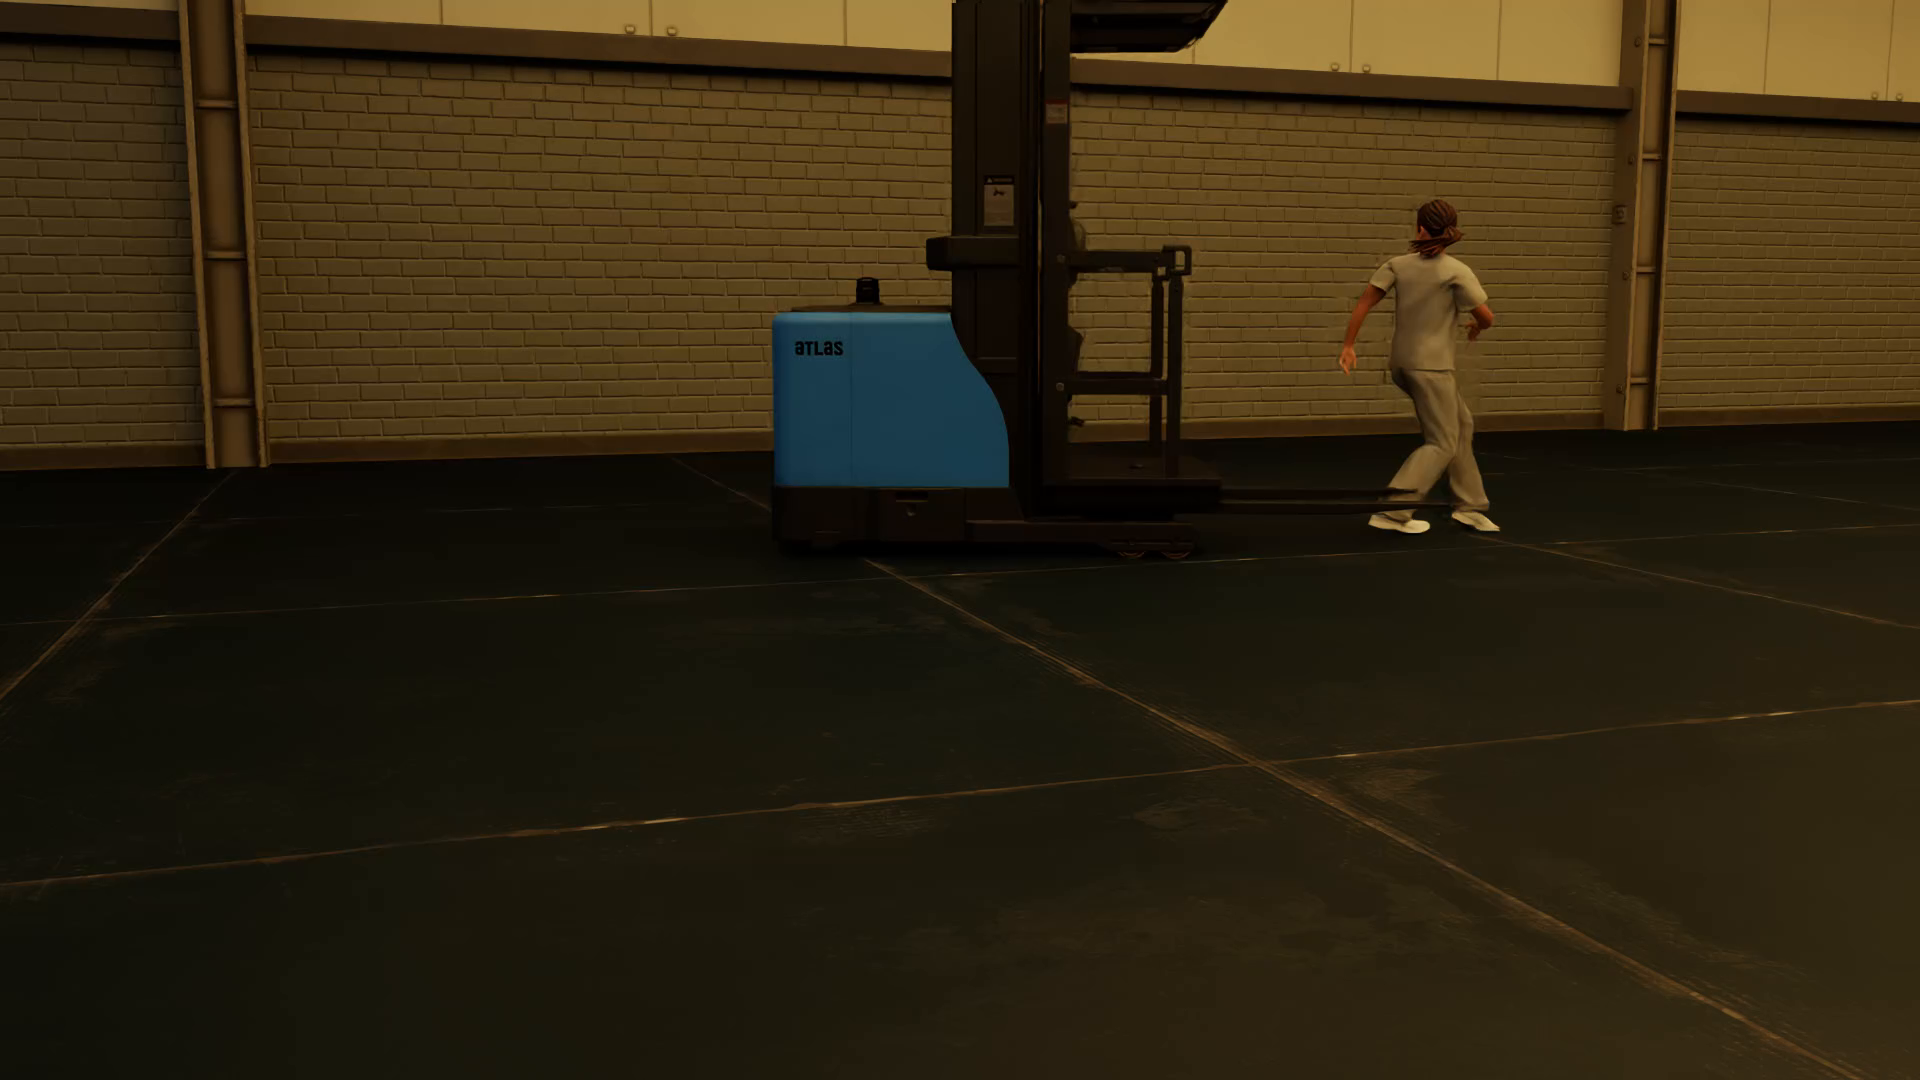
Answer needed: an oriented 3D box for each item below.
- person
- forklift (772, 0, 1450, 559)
[{"bbox_3d":[2.312,-0.819,8.096,0.848,1.649,0.482,-3,8,-19],"label":"person"},{"bbox_3d":[0.688,-1.442,7.647,3.031,2.935,1.130,0,8,2],"label":"forklift"}]
